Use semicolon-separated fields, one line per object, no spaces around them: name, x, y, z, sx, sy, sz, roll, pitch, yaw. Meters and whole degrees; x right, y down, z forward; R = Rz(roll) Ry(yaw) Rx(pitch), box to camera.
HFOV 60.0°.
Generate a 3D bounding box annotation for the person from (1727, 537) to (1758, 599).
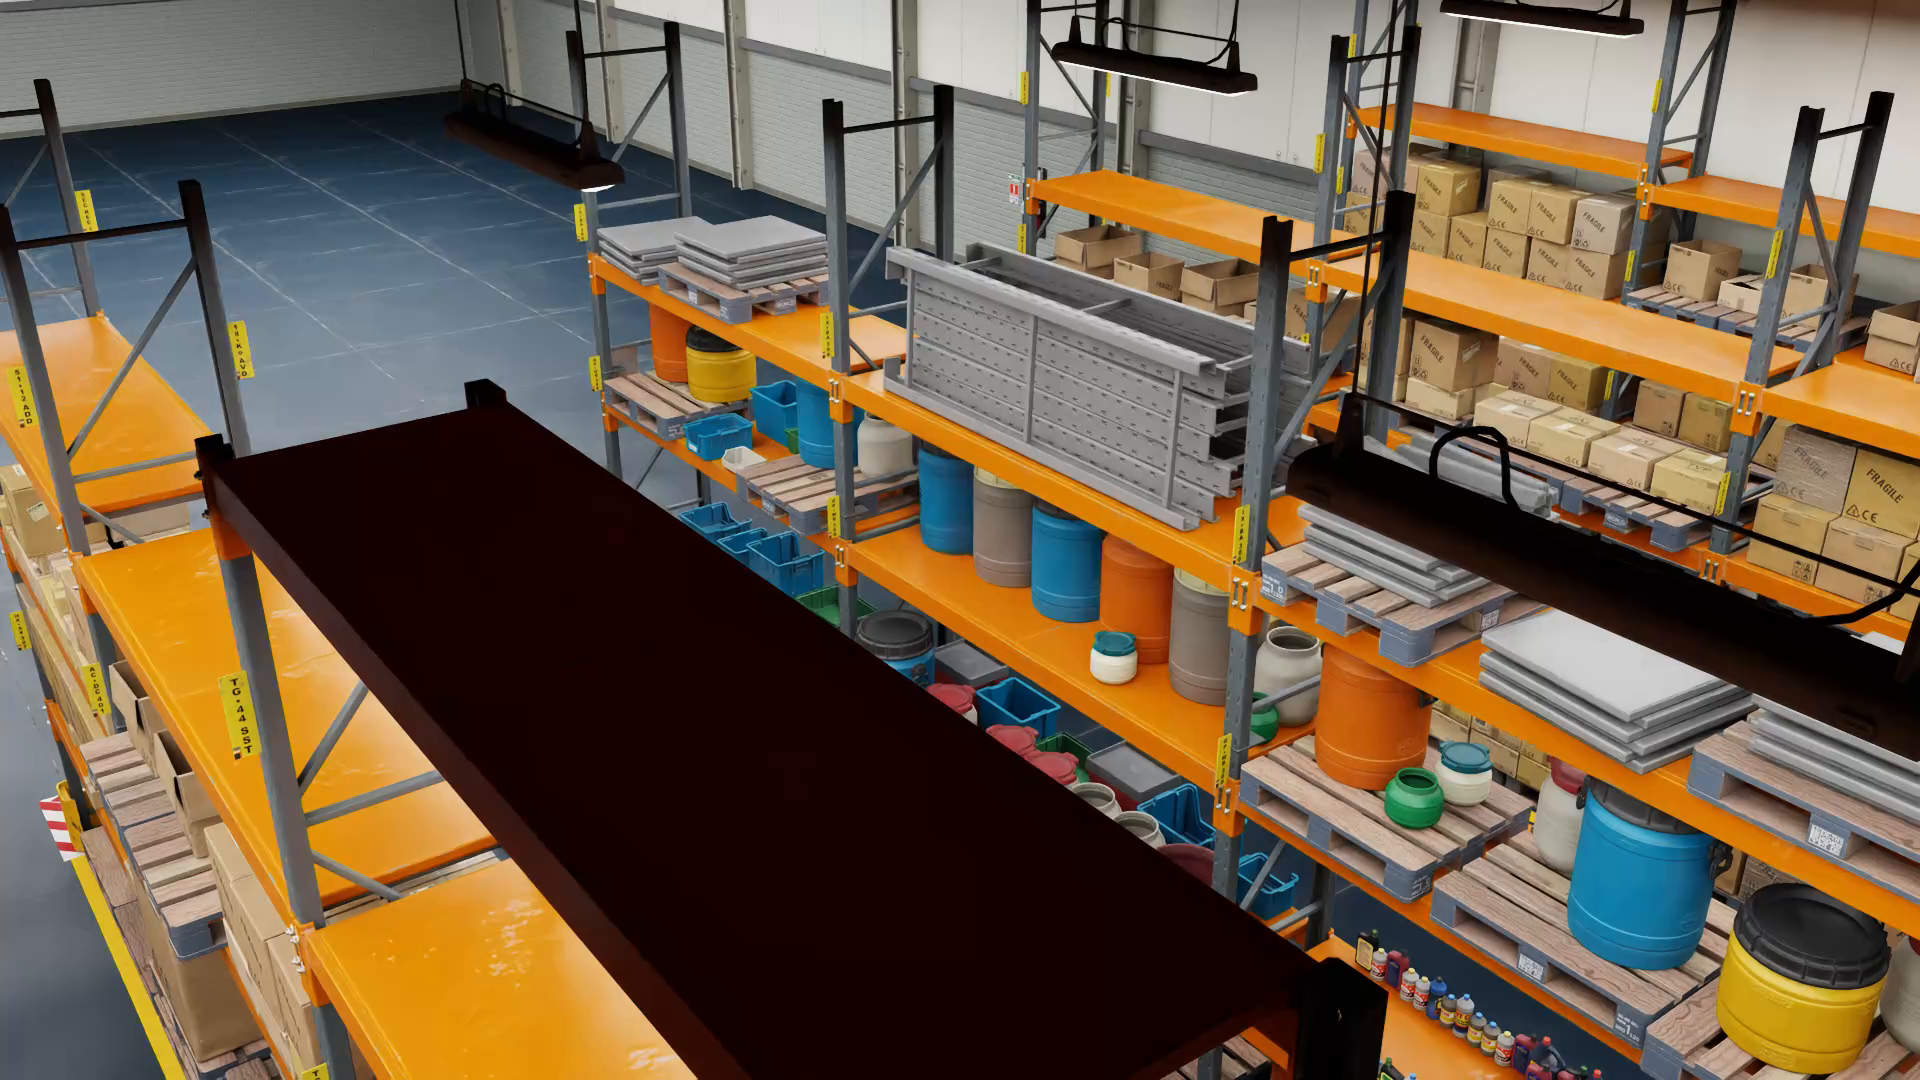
person;7.456;0.528;15.870;1.072;1.605;0.544;22;33;39
